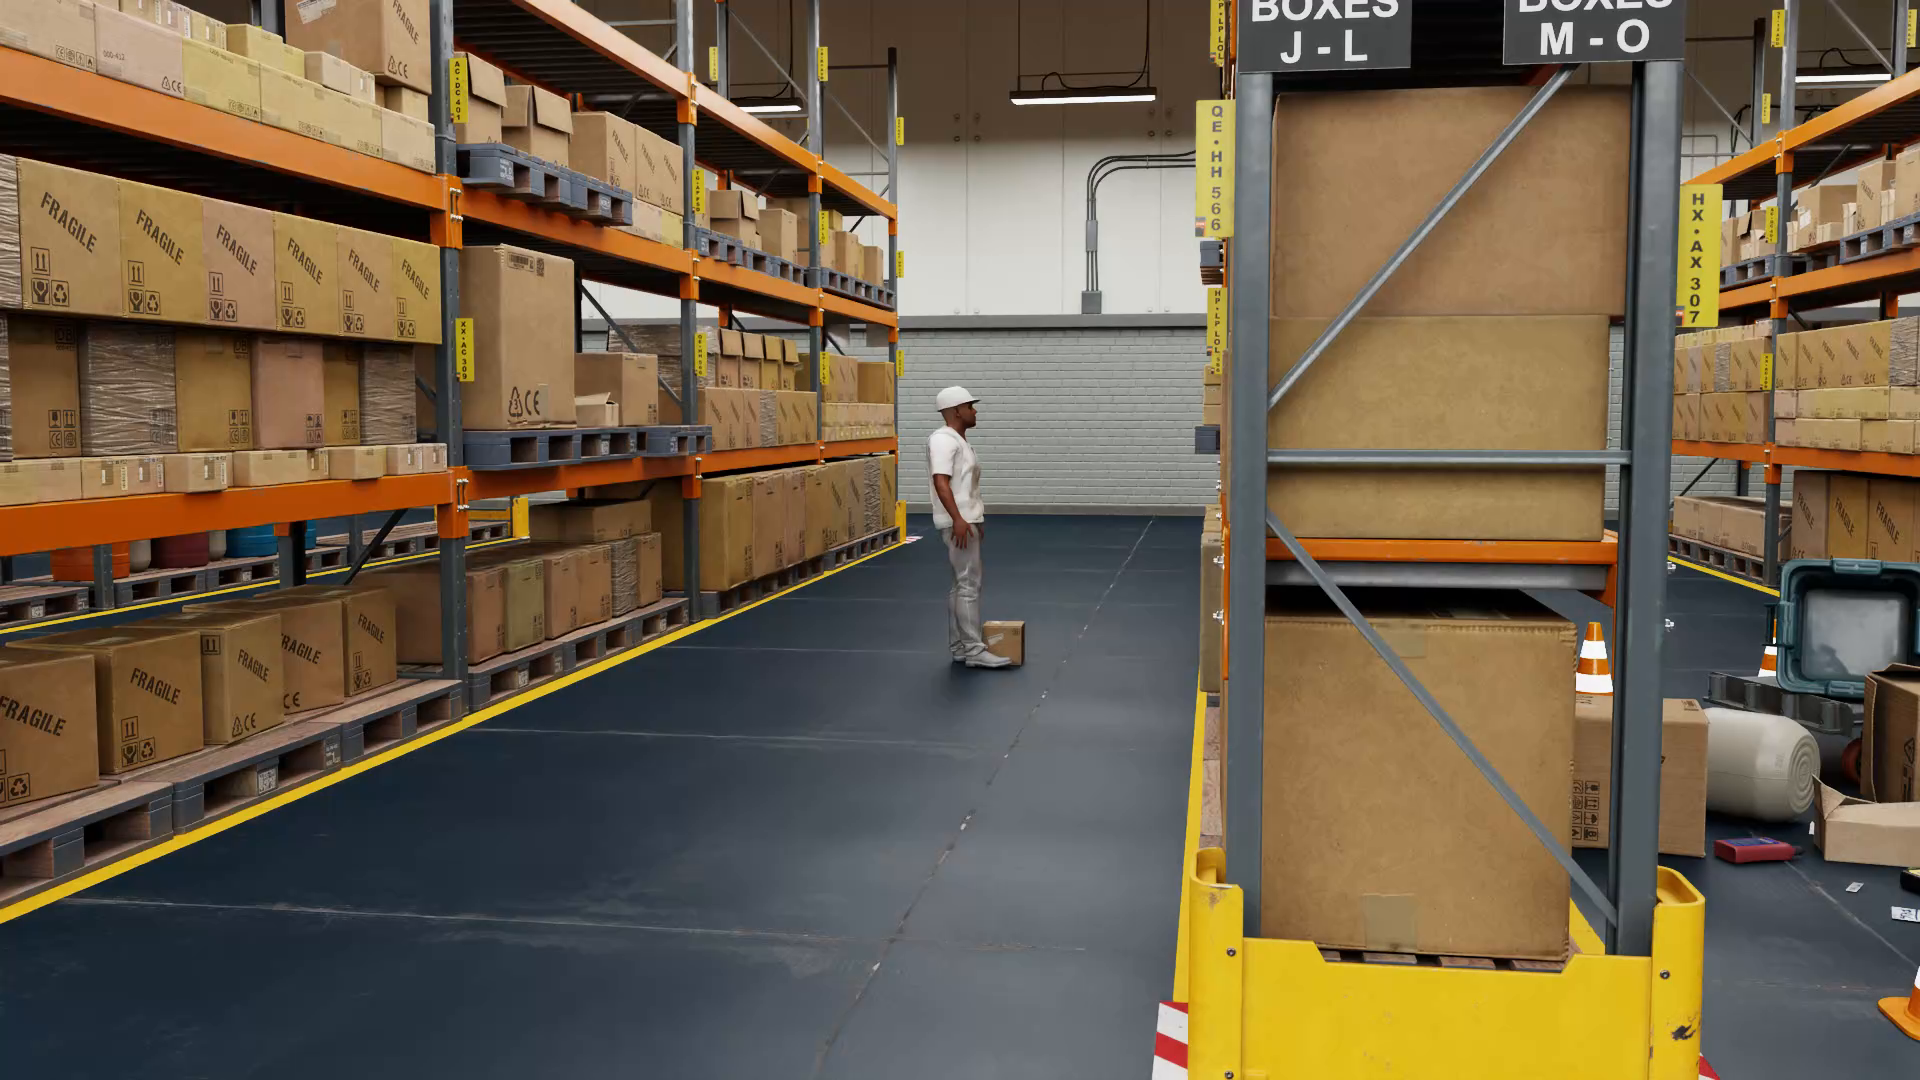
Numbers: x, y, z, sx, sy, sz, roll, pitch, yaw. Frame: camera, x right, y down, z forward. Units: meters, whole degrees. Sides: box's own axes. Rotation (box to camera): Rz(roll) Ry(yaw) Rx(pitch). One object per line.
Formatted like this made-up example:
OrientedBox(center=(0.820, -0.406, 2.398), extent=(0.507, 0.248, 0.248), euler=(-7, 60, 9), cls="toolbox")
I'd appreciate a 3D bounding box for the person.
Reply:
OrientedBox(center=(0.081, -0.097, 10.668), extent=(0.575, 1.761, 0.665), euler=(1, 4, 9), cls="person")
